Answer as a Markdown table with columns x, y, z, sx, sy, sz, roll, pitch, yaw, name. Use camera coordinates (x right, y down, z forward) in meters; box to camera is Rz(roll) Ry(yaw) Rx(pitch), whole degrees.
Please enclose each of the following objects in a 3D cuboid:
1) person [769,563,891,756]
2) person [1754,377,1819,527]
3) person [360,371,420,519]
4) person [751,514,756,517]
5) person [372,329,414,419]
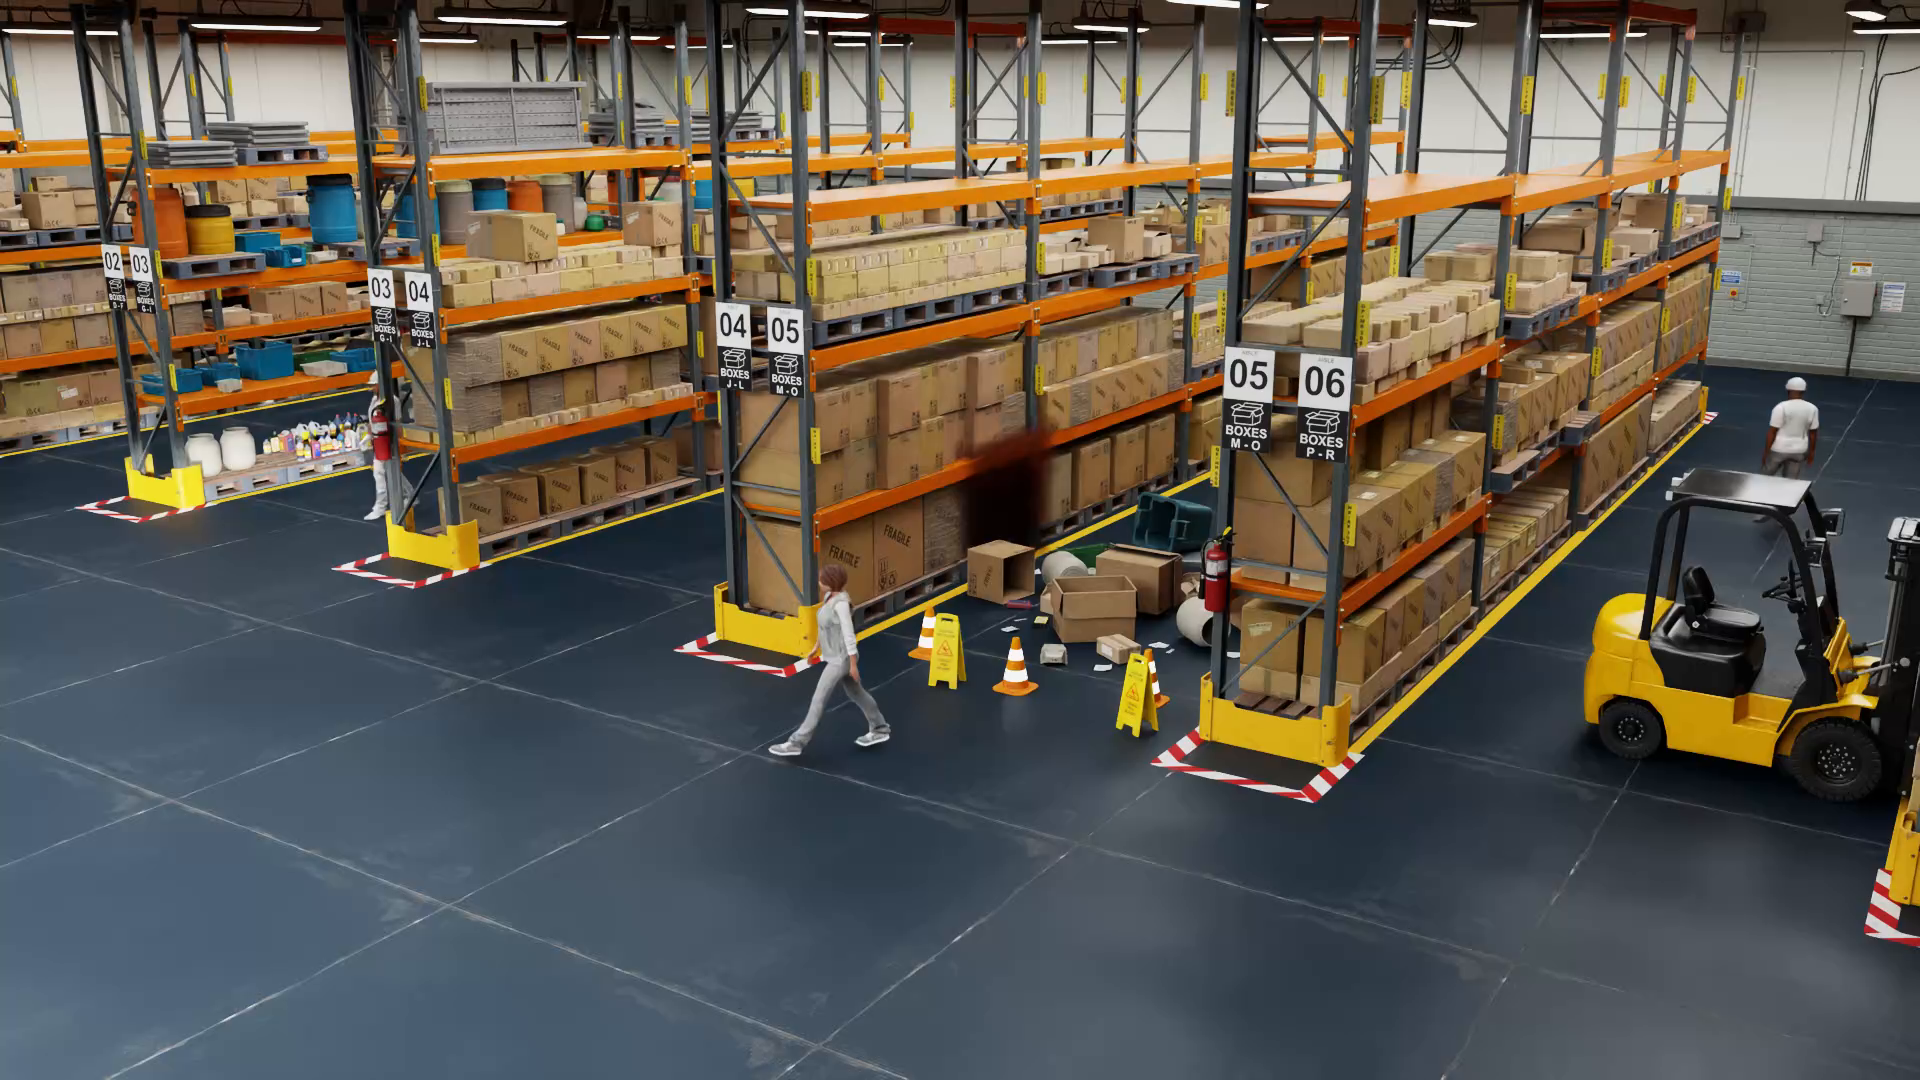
| x | y | z | sx | sy | sz | roll | pitch | yaw | name |
| --- | --- | --- | --- | --- | --- | --- | --- | --- | --- |
| -1.028 | 0.973 | 12.993 | 0.979 | 1.427 | 0.442 | -2 | 16 | -9 | person |
| 9.801 | -1.045 | 19.703 | 0.612 | 1.774 | 0.398 | 1 | 16 | 2 | person |
| -6.959 | -1.155 | 20.154 | 0.723 | 1.808 | 0.623 | -10 | 19 | -33 | person |
| -2.277 | -0.995 | 19.557 | 0.565 | 1.719 | 0.436 | 10 | 19 | 33 | person |
| -8.676 | -2.639 | 25.485 | 0.672 | 1.757 | 0.723 | 8 | 17 | 26 | person |
